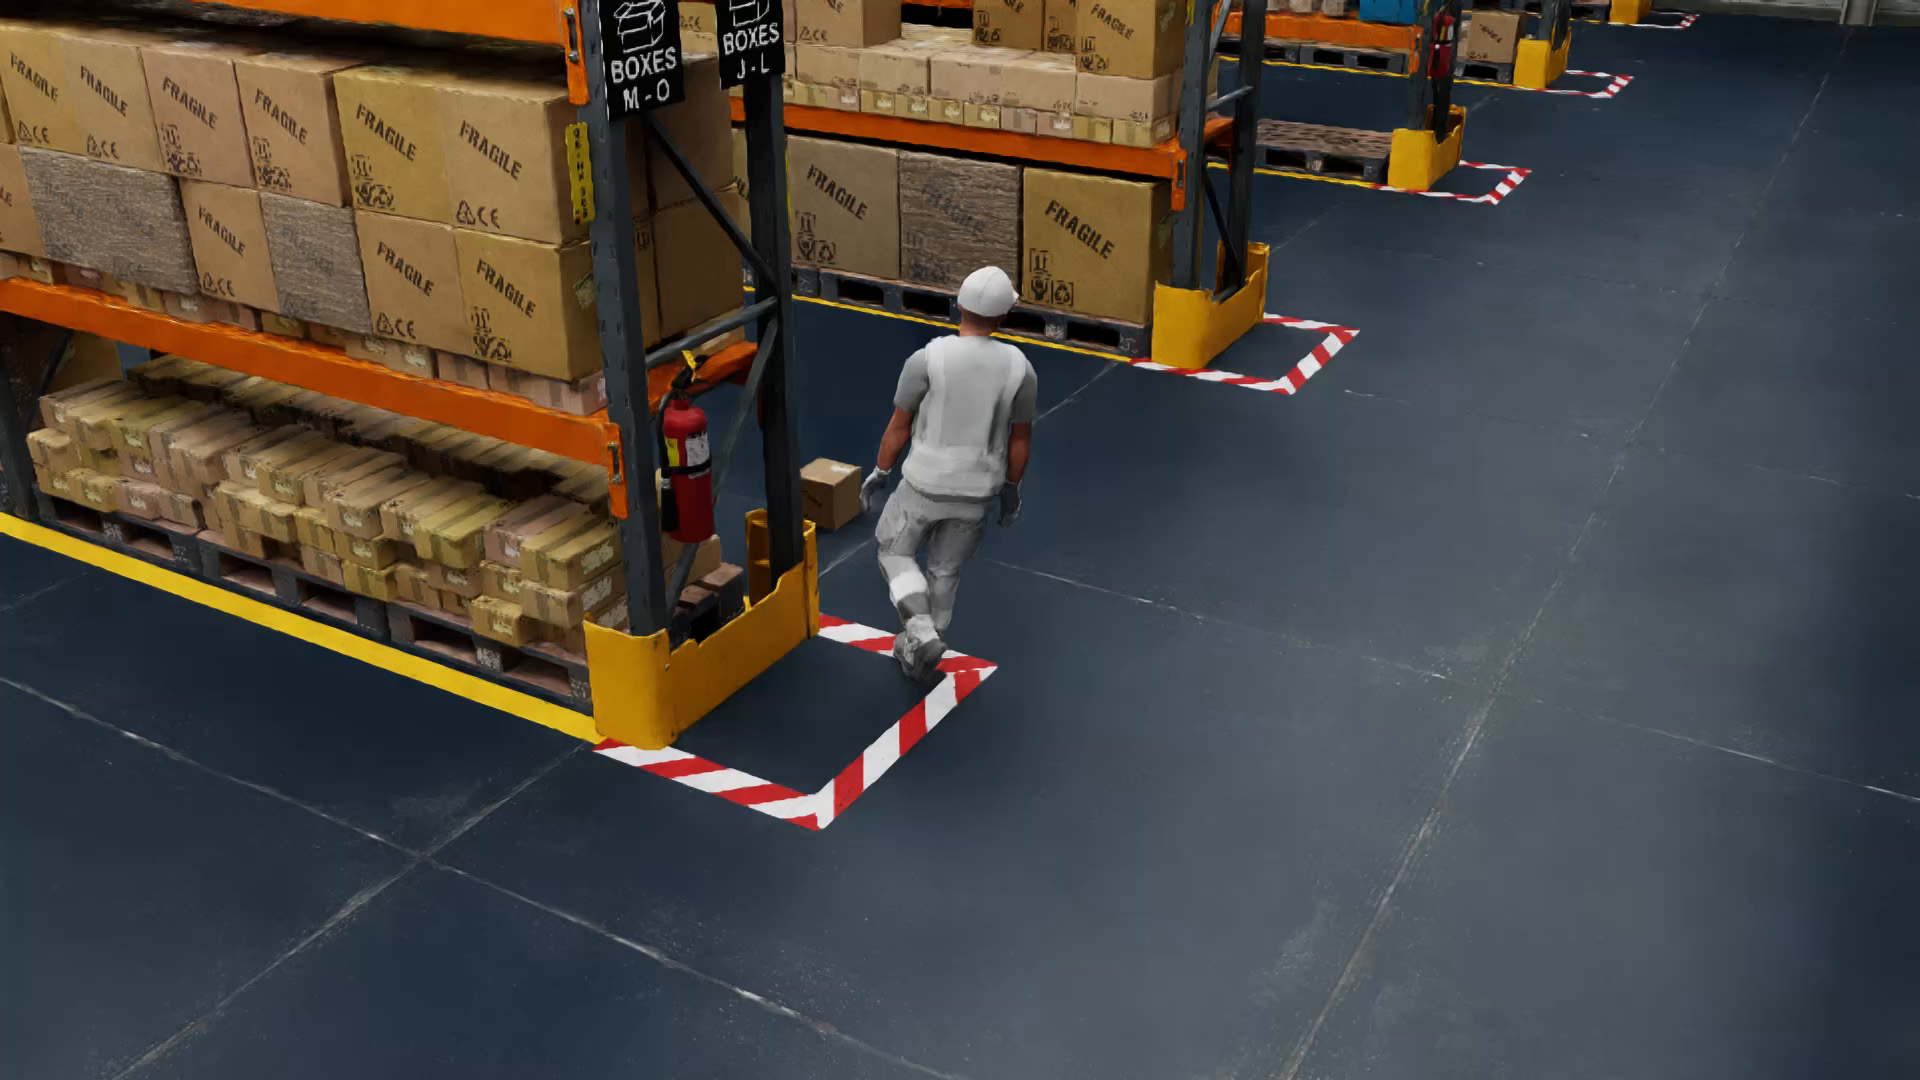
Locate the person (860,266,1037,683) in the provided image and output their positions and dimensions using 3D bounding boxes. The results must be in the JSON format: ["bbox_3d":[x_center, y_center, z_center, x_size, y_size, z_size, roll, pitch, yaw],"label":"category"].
[{"bbox_3d":[-0.041,-0.199,6.508,0.684,1.762,0.683,-5,27,-11],"label":"person"}]
